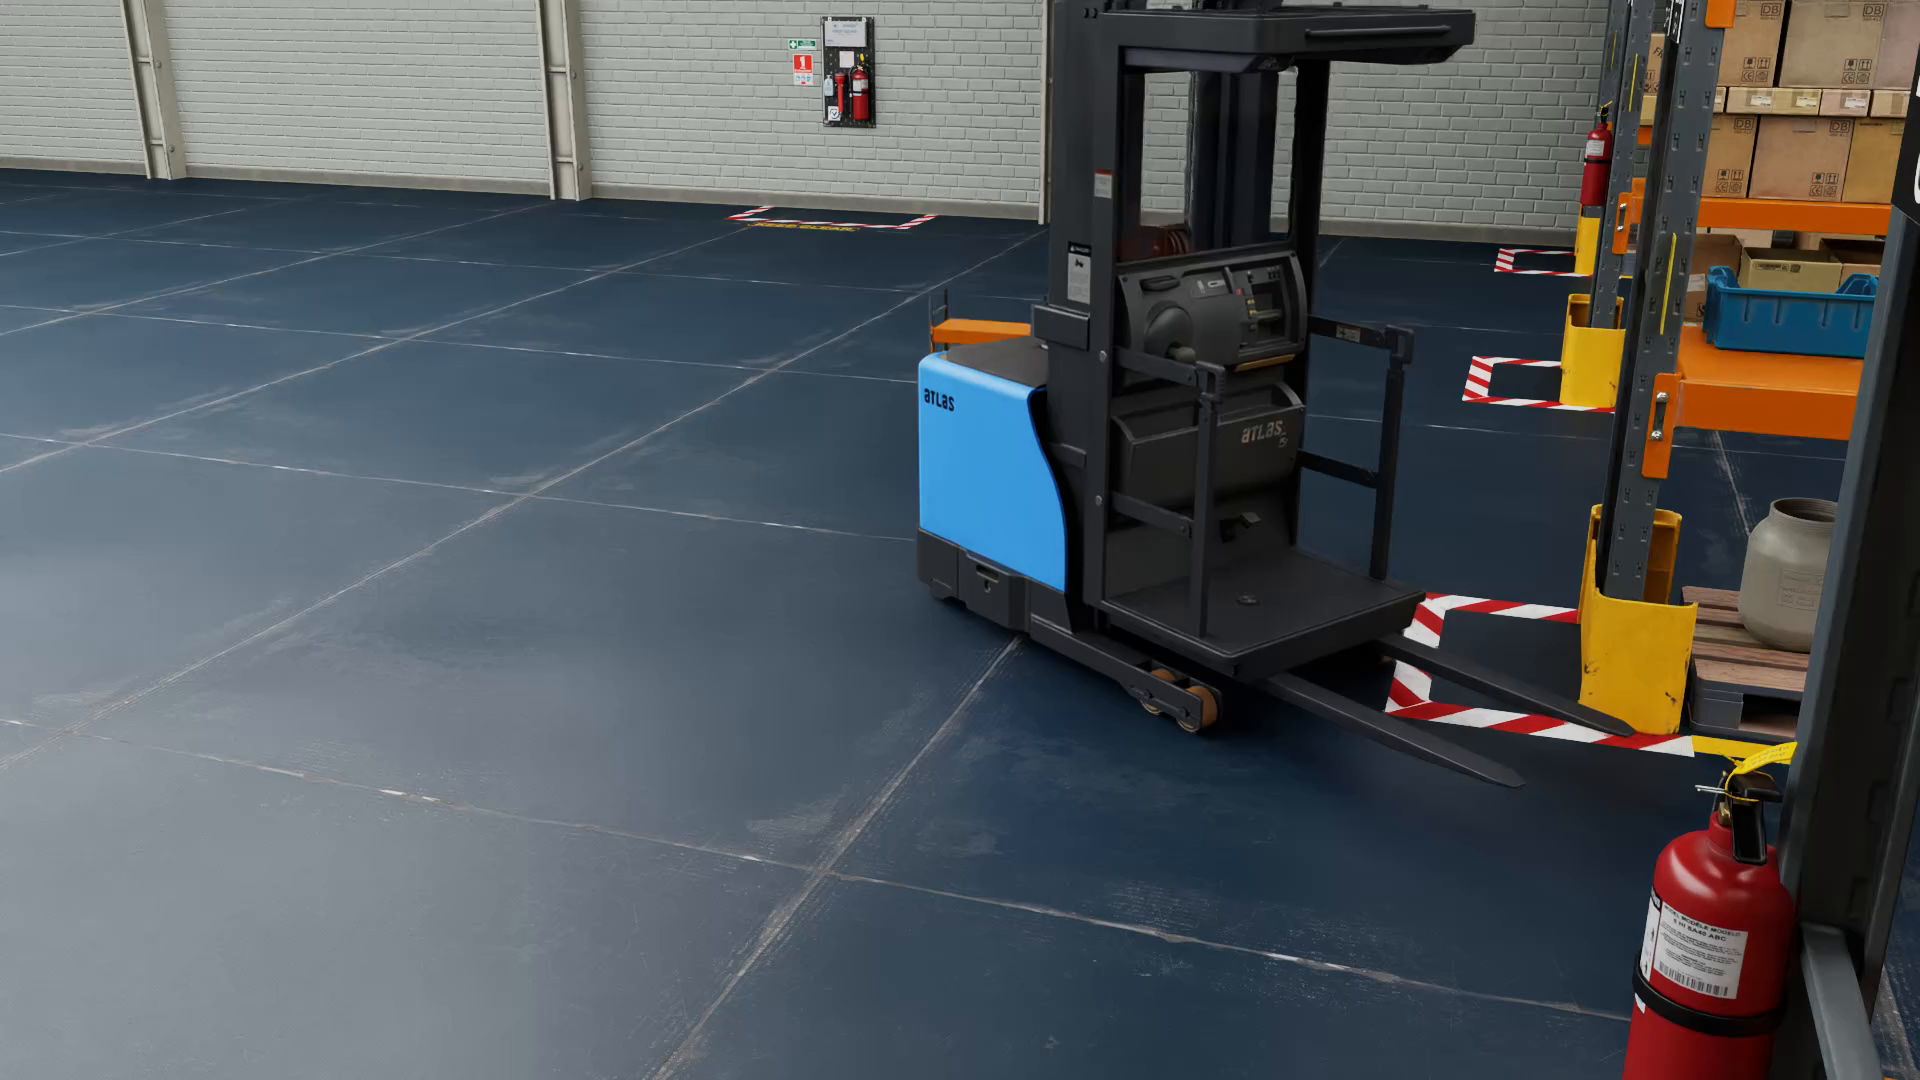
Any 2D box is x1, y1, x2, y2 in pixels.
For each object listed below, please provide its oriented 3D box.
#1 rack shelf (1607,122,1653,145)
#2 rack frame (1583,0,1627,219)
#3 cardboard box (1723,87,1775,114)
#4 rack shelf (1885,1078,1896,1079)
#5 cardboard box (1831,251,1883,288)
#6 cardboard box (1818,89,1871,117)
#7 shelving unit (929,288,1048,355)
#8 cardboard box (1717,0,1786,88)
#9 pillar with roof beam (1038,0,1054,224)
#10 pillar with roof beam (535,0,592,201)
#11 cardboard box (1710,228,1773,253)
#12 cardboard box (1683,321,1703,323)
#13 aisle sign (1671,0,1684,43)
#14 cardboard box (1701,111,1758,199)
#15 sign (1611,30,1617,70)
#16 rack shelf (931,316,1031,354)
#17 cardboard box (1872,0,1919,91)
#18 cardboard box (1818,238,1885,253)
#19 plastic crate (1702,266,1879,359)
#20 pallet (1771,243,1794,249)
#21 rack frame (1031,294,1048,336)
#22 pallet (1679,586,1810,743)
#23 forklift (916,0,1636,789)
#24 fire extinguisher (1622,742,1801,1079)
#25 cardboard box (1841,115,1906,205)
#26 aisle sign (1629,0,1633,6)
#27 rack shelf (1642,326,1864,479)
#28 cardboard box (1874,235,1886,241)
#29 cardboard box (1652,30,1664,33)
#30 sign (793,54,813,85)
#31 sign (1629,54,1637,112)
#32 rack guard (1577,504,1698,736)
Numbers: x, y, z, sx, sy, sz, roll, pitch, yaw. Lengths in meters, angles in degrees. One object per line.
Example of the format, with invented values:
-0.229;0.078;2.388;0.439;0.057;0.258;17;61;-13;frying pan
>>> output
7.686;-3.418;14.418;4.000;0.370;1.077;7;20;18;rack shelf
5.797;-3.974;14.919;0.127;3.000;1.000;7;20;18;rack frame
4.725;-2.650;9.983;0.250;0.149;0.380;6;20;17;cardboard box
2.810;1.202;1.163;4.000;0.370;1.077;7;20;18;rack shelf
5.558;-1.457;10.098;0.500;0.500;0.500;7;20;18;cardboard box
5.198;-2.594;9.824;0.250;0.149;0.380;6;20;17;cardboard box
0.133;-0.558;7.853;0.503;1.200;0.258;6;20;17;shelving unit
4.662;-3.033;10.097;0.500;0.500;0.700;7;20;18;cardboard box
-0.338;-6.310;12.506;0.400;9.000;9.100;7;20;18;pillar with roof beam
-6.006;-6.958;14.365;0.400;9.000;9.100;7;20;18;pillar with roof beam
6.960;-2.748;14.818;0.500;0.311;0.500;8;21;23;cardboard box
4.779;-1.367;10.980;0.500;0.250;0.500;7;20;18;cardboard box
2.382;-2.038;5.415;0.004;0.787;0.394;7;20;18;aisle sign
4.612;-2.426;10.327;0.500;0.500;0.700;7;20;18;cardboard box
5.619;-4.214;14.293;0.005;0.325;0.100;7;20;18;sign
0.133;-0.929;7.724;0.480;0.148;0.258;6;20;17;rack shelf
5.637;-2.924;9.783;0.500;0.500;0.700;7;20;18;cardboard box
5.729;-1.618;10.562;0.500;0.500;0.500;7;20;18;cardboard box
3.117;-0.862;6.219;0.616;0.251;0.499;7;20;18;plastic crate
7.773;-2.418;14.692;1.213;0.211;1.003;7;20;18;pallet
0.364;-0.532;7.780;0.015;1.200;0.240;6;20;17;rack frame
3.399;0.506;6.303;1.213;0.211;1.003;7;20;18;pallet
1.091;-0.866;6.108;1.130;2.935;3.031;-14;24;-34;forklift
0.964;0.527;2.124;0.183;0.674;0.296;7;20;18;fire extinguisher
5.577;-2.315;10.009;0.500;0.500;0.700;7;20;18;cardboard box
4.012;-3.573;9.819;0.004;0.787;0.394;7;20;18;aisle sign
4.435;-0.338;5.581;4.000;0.370;1.077;7;20;18;rack shelf
8.071;-2.582;14.590;0.250;0.149;0.380;5;20;14;cardboard box
6.312;-4.282;14.861;0.500;0.500;0.500;6;20;17;cardboard box
-1.736;-5.203;18.390;0.234;0.329;0.001;7;20;18;sign
3.987;-2.707;9.851;0.005;0.325;0.100;7;20;18;sign
2.633;0.280;6.512;0.348;0.500;1.175;7;20;18;rack guard
